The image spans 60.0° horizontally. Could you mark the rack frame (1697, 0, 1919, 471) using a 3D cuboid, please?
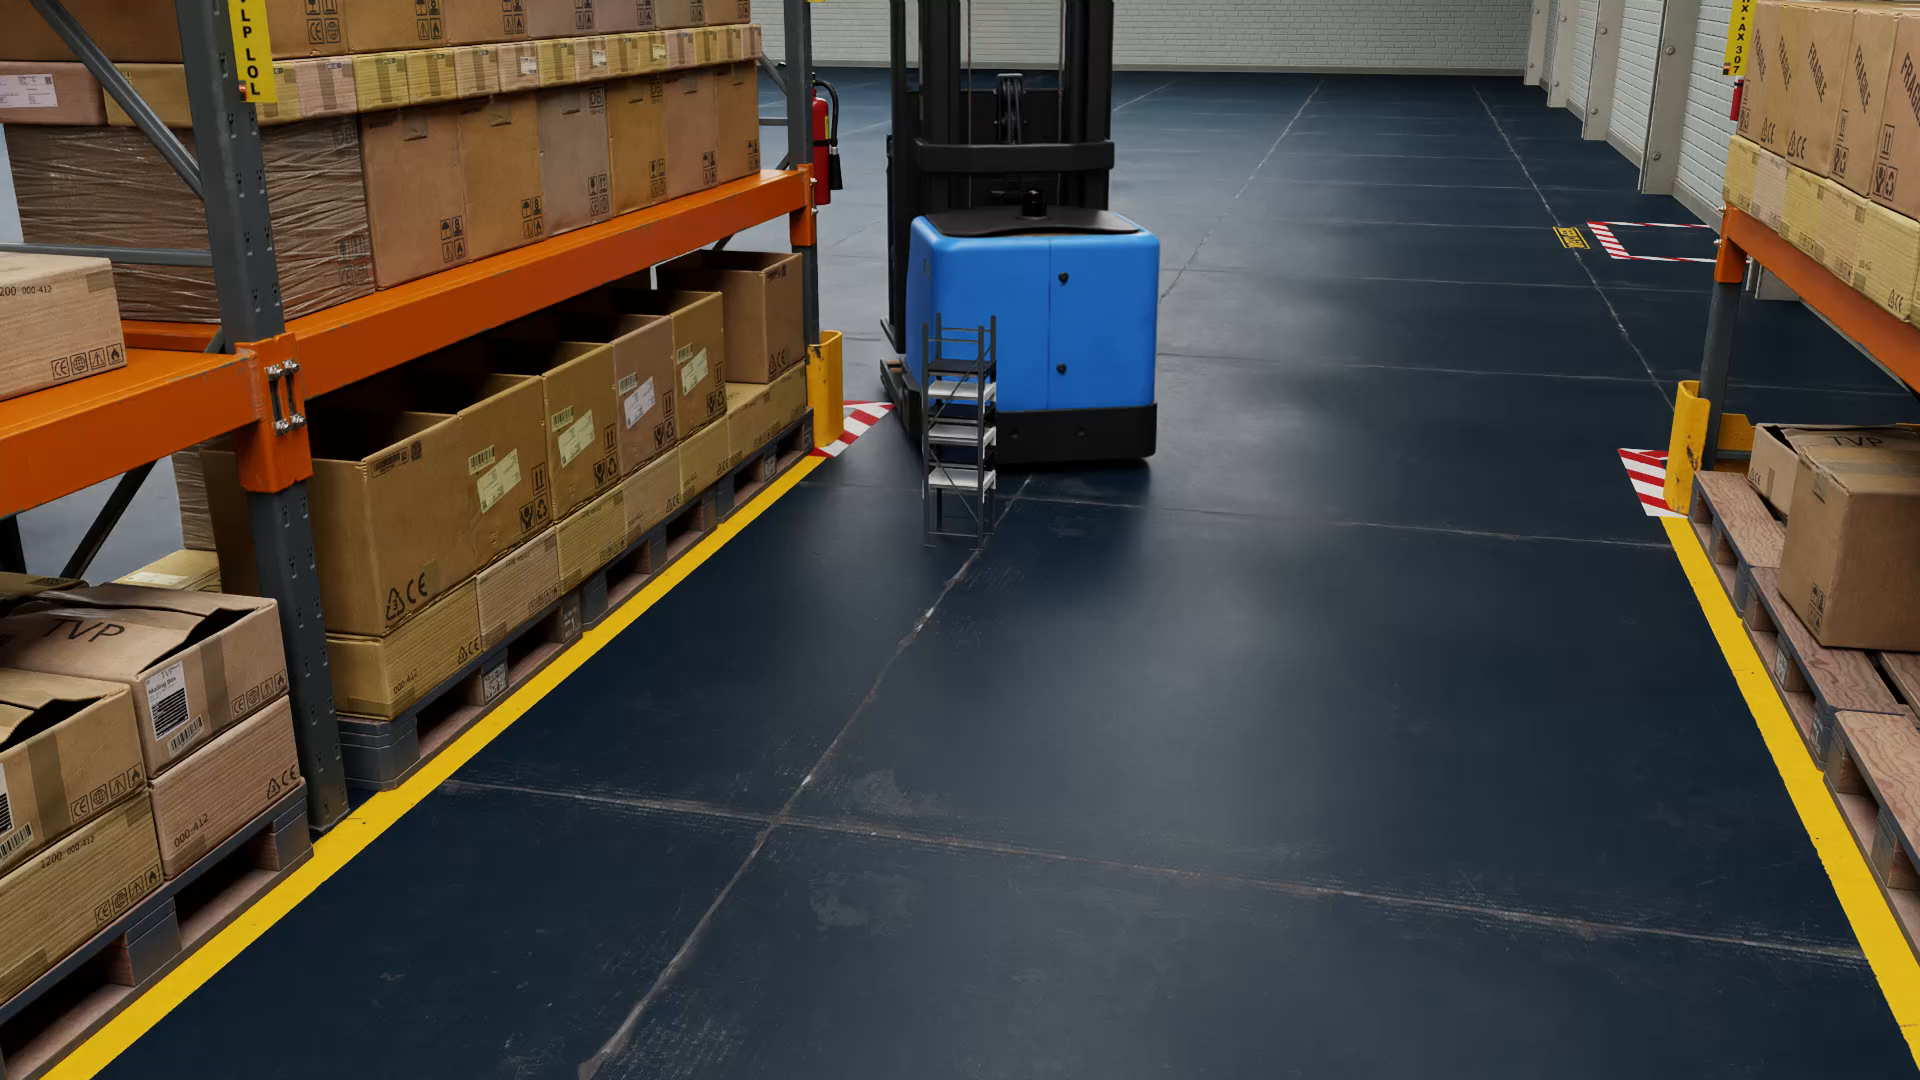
[{"bbox_3d":[3.629,-1.560,6.614,1.000,3.000,0.127,5,19,13],"label":"rack frame"}]

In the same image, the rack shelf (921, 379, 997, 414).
[{"bbox_3d":[-0.002,-0.562,6.487,0.258,0.077,0.200,5,19,13],"label":"rack shelf"}]

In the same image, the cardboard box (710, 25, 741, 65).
[{"bbox_3d":[-1.146,-2.087,6.999,0.380,0.149,0.250,5,20,15],"label":"cardboard box"}]

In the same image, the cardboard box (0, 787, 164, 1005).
[{"bbox_3d":[-2.098,0.718,3.550,0.500,0.250,0.500,4,19,13],"label":"cardboard box"}]

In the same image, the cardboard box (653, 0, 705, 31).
[{"bbox_3d":[-1.438,-2.284,6.572,0.700,0.500,0.500,4,19,12],"label":"cardboard box"}]

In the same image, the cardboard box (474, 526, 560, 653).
[{"bbox_3d":[-1.618,0.129,5.275,0.500,0.250,0.500,5,19,13],"label":"cardboard box"}]

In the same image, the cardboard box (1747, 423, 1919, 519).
[{"bbox_3d":[3.373,-0.286,6.363,0.500,0.311,0.500,2,19,7],"label":"cardboard box"}]

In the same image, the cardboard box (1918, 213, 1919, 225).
[{"bbox_3d":[2.584,-0.929,3.808,0.500,0.500,0.500,5,19,13],"label":"cardboard box"}]

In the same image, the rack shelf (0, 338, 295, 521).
[{"bbox_3d":[-2.641,0.271,2.366,1.077,0.370,4.000,5,19,13],"label":"rack shelf"}]

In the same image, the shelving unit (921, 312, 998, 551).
[{"bbox_3d":[-0.002,-0.423,6.535,0.258,0.900,0.210,5,19,13],"label":"shelving unit"}]

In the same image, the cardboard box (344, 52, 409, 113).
[{"bbox_3d":[-1.776,-1.279,4.634,0.380,0.149,0.250,4,19,12],"label":"cardboard box"}]

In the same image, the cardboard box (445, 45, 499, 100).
[{"bbox_3d":[-1.650,-1.440,5.104,0.380,0.149,0.250,4,19,12],"label":"cardboard box"}]

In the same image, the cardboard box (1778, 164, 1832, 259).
[{"bbox_3d":[2.959,-1.047,5.314,0.500,0.250,0.500,4,19,13],"label":"cardboard box"}]

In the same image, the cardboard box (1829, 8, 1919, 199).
[{"bbox_3d":[2.844,-1.249,4.745,0.500,0.500,0.500,5,20,15],"label":"cardboard box"}]

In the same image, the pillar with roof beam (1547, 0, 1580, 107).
[{"bbox_3d":[5.986,-11.973,27.820,9.100,9.000,0.400,5,19,13],"label":"pillar with roof beam"}]

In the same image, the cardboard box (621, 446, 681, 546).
[{"bbox_3d":[-1.374,-0.185,6.193,0.500,0.250,0.500,5,19,13],"label":"cardboard box"}]

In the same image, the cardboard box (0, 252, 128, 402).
[{"bbox_3d":[-2.230,-0.467,3.647,0.500,0.250,0.500,6,20,17],"label":"cardboard box"}]

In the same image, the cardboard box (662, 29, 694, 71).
[{"bbox_3d":[-1.272,-1.928,6.534,0.380,0.149,0.250,5,19,14],"label":"cardboard box"}]

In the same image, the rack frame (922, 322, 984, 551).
[{"bbox_3d":[-0.027,-0.391,6.441,0.240,0.900,0.006,5,19,13],"label":"rack frame"}]

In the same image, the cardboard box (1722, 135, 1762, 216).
[{"bbox_3d":[3.202,-1.370,6.260,0.500,0.250,0.500,4,19,12],"label":"cardboard box"}]

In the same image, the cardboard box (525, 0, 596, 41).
[{"bbox_3d":[-1.682,-1.969,5.649,0.700,0.500,0.500,5,19,13],"label":"cardboard box"}]

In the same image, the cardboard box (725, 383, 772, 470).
[{"bbox_3d":[-1.130,-0.498,7.110,0.500,0.250,0.500,5,19,13],"label":"cardboard box"}]

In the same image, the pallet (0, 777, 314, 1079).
[{"bbox_3d":[-2.295,0.857,3.851,1.003,0.211,1.213,5,19,13],"label":"pallet"}]

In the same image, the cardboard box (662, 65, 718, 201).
[{"bbox_3d":[-1.425,-1.687,6.831,0.700,0.500,0.500,5,20,15],"label":"cardboard box"}]

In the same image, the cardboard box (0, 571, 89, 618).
[{"bbox_3d":[-2.495,0.251,4.049,0.500,0.311,0.500,5,19,14],"label":"cardboard box"}]

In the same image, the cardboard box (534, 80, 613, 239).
[{"bbox_3d":[-1.677,-1.366,5.893,0.700,0.500,0.500,5,20,15],"label":"cardboard box"}]

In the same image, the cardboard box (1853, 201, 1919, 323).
[{"bbox_3d":[2.712,-0.731,4.389,0.500,0.250,0.500,5,19,13],"label":"cardboard box"}]

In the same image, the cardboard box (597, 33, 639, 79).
[{"bbox_3d":[-1.399,-1.763,6.051,0.380,0.149,0.250,5,20,15],"label":"cardboard box"}]

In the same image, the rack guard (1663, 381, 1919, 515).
[{"bbox_3d":[3.611,-0.353,6.948,1.175,0.500,0.348,5,19,13],"label":"rack guard"}]

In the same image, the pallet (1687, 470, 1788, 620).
[{"bbox_3d":[3.378,0.035,6.257,1.003,0.211,1.213,5,19,13],"label":"pallet"}]

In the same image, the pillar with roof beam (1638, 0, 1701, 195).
[{"bbox_3d":[3.055,-8.212,16.809,9.100,9.000,0.400,5,19,13],"label":"pillar with roof beam"}]

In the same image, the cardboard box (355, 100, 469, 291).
[{"bbox_3d":[-1.928,-1.049,4.963,0.700,0.500,0.500,4,19,13],"label":"cardboard box"}]

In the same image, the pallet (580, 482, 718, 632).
[{"bbox_3d":[-1.621,-0.006,6.379,1.003,0.211,1.213,5,19,13],"label":"pallet"}]

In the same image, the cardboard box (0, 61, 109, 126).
[{"bbox_3d":[-2.294,-1.153,4.263,0.380,0.149,0.250,5,19,13],"label":"cardboard box"}]

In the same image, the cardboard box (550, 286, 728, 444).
[{"bbox_3d":[-1.248,-0.696,6.529,0.500,0.500,0.500,5,19,13],"label":"cardboard box"}]

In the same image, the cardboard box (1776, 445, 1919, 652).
[{"bbox_3d":[3.006,0.029,5.148,0.700,0.500,0.500,3,19,10],"label":"cardboard box"}]

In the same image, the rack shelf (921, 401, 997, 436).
[{"bbox_3d":[-0.002,-0.477,6.516,0.258,0.077,0.200,5,19,13],"label":"rack shelf"}]

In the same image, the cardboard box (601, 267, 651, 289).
[{"bbox_3d":[-1.642,-0.895,7.111,0.500,0.500,0.500,5,19,13],"label":"cardboard box"}]

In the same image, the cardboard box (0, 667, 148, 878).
[{"bbox_3d":[-2.094,0.454,3.454,0.500,0.311,0.500,5,20,15],"label":"cardboard box"}]

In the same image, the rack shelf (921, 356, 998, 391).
[{"bbox_3d":[-0.002,-0.647,6.458,0.258,0.077,0.200,5,19,13],"label":"rack shelf"}]

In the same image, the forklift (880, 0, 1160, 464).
[{"bbox_3d":[0.167,-2.154,8.460,1.130,2.935,3.031,-3,19,-8],"label":"forklift"}]

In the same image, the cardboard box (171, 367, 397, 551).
[{"bbox_3d":[-2.118,-0.267,5.273,0.500,0.500,0.500,5,19,13],"label":"cardboard box"}]

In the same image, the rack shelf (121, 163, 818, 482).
[{"bbox_3d":[-1.664,-0.983,6.037,1.077,0.370,4.000,5,19,13],"label":"rack shelf"}]

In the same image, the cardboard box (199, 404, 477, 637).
[{"bbox_3d":[-1.736,-0.069,4.694,0.500,0.500,0.500,5,19,13],"label":"cardboard box"}]

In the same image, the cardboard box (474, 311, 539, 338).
[{"bbox_3d":[-1.891,-0.582,6.194,0.500,0.500,0.500,5,19,13],"label":"cardboard box"}]

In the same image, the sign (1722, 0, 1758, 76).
[{"bbox_3d":[3.103,-2.012,6.599,0.100,0.325,0.005,5,19,13],"label":"sign"}]

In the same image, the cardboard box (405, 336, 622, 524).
[{"bbox_3d":[-1.491,-0.383,5.611,0.500,0.500,0.500,5,19,13],"label":"cardboard box"}]

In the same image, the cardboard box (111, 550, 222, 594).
[{"bbox_3d":[-2.251,0.244,4.938,0.500,0.250,0.500,5,19,13],"label":"cardboard box"}]

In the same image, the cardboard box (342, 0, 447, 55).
[{"bbox_3d":[-1.928,-1.655,4.732,0.700,0.500,0.500,5,19,13],"label":"cardboard box"}]

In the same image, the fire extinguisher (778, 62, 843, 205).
[{"bbox_3d":[-0.696,-1.914,7.769,0.296,0.674,0.183,5,19,13],"label":"fire extinguisher"}]

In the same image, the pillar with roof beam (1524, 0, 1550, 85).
[{"bbox_3d":[7.452,-13.854,33.326,9.100,9.000,0.400,5,19,13],"label":"pillar with roof beam"}]

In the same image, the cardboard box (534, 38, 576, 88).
[{"bbox_3d":[-1.524,-1.605,5.588,0.380,0.149,0.250,4,19,13],"label":"cardboard box"}]

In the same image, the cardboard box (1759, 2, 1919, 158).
[{"bbox_3d":[3.091,-1.573,5.694,0.500,0.500,0.500,5,19,14],"label":"cardboard box"}]

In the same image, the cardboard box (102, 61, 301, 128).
[{"bbox_3d":[-1.899,-1.119,4.166,0.380,0.149,0.250,5,19,13],"label":"cardboard box"}]
